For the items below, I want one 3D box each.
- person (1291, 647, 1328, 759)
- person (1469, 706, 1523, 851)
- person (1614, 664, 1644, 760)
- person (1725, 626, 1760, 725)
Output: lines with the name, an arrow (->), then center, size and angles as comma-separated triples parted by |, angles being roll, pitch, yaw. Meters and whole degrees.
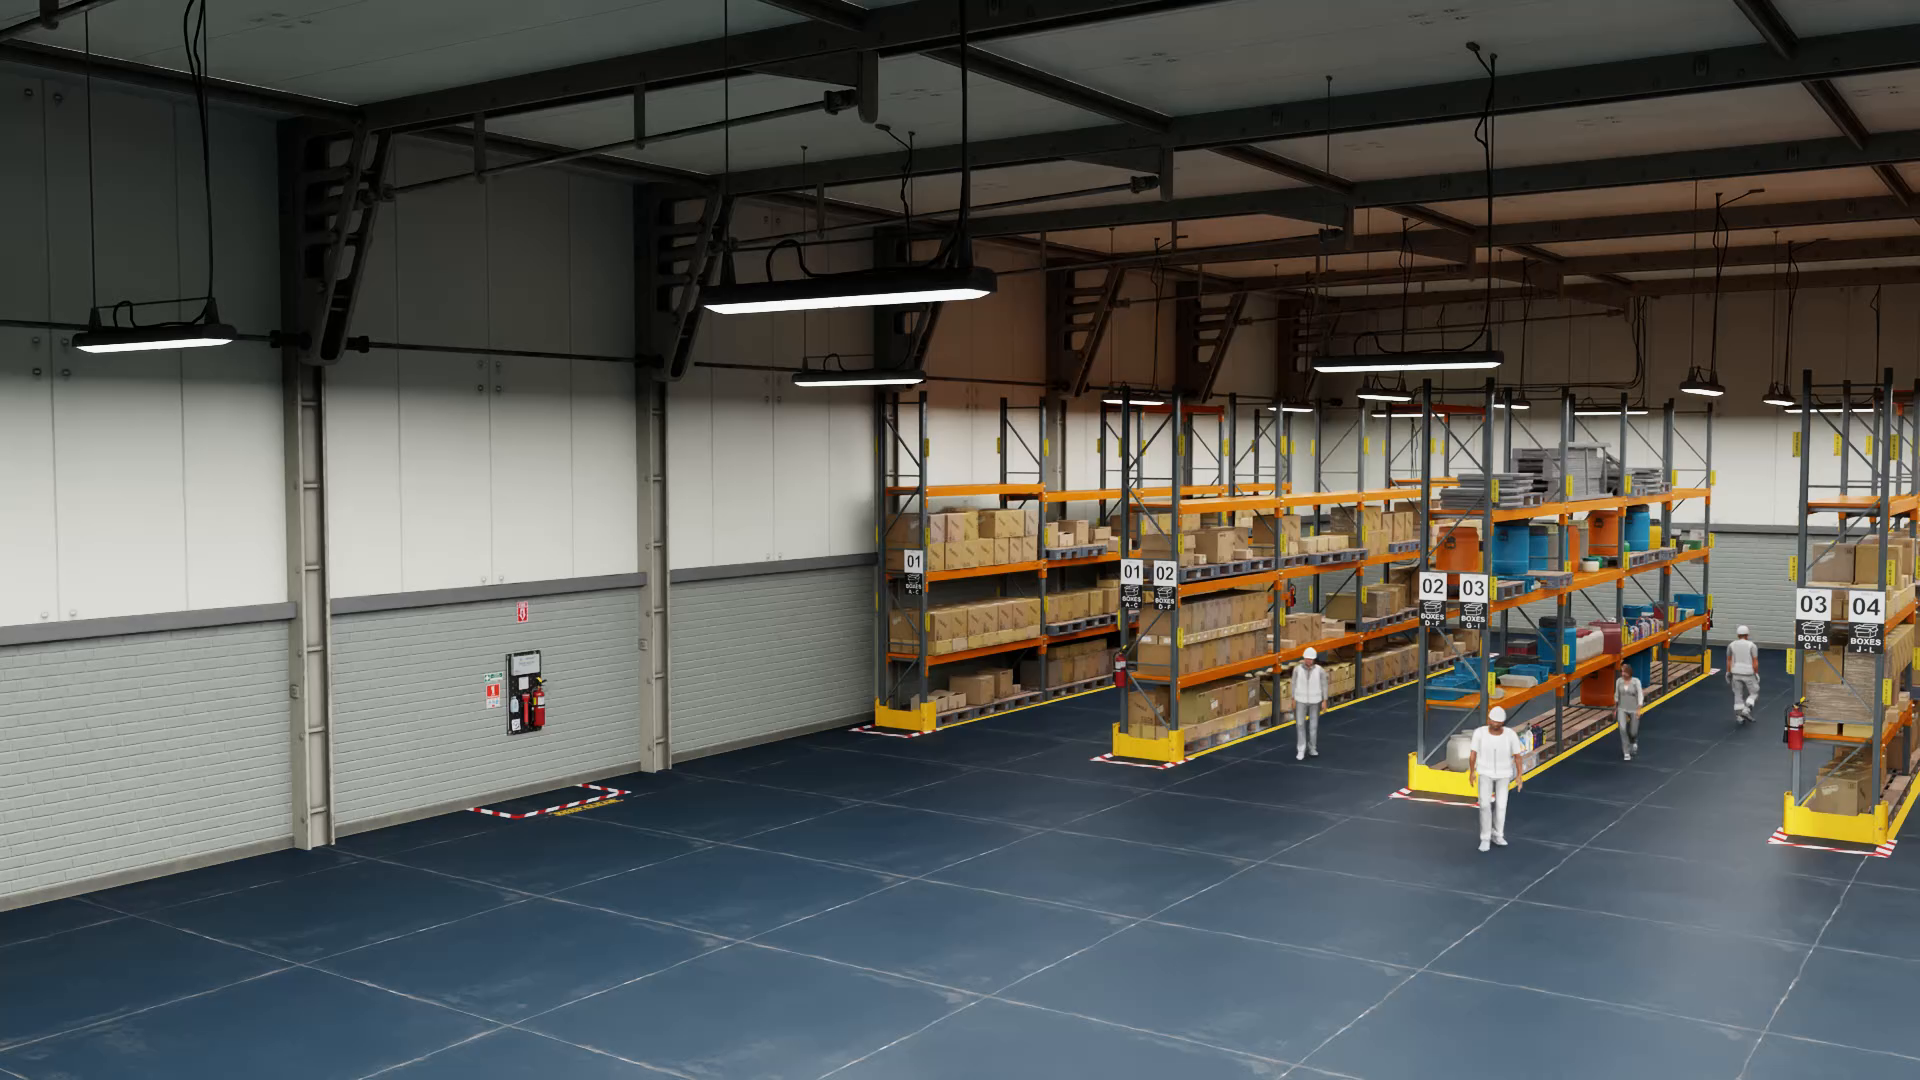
person -> 5.647, 2.644, 26.884 | 0.587, 1.836, 0.506 | 1, 3, 13
person -> 6.698, 2.981, 20.792 | 0.629, 1.832, 0.511 | 1, 3, 14
person -> 10.774, 2.750, 26.800 | 0.461, 1.518, 0.741 | 2, 4, 31
person -> 14.152, 2.445, 30.082 | 0.578, 1.789, 0.519 | 3, 4, 39
